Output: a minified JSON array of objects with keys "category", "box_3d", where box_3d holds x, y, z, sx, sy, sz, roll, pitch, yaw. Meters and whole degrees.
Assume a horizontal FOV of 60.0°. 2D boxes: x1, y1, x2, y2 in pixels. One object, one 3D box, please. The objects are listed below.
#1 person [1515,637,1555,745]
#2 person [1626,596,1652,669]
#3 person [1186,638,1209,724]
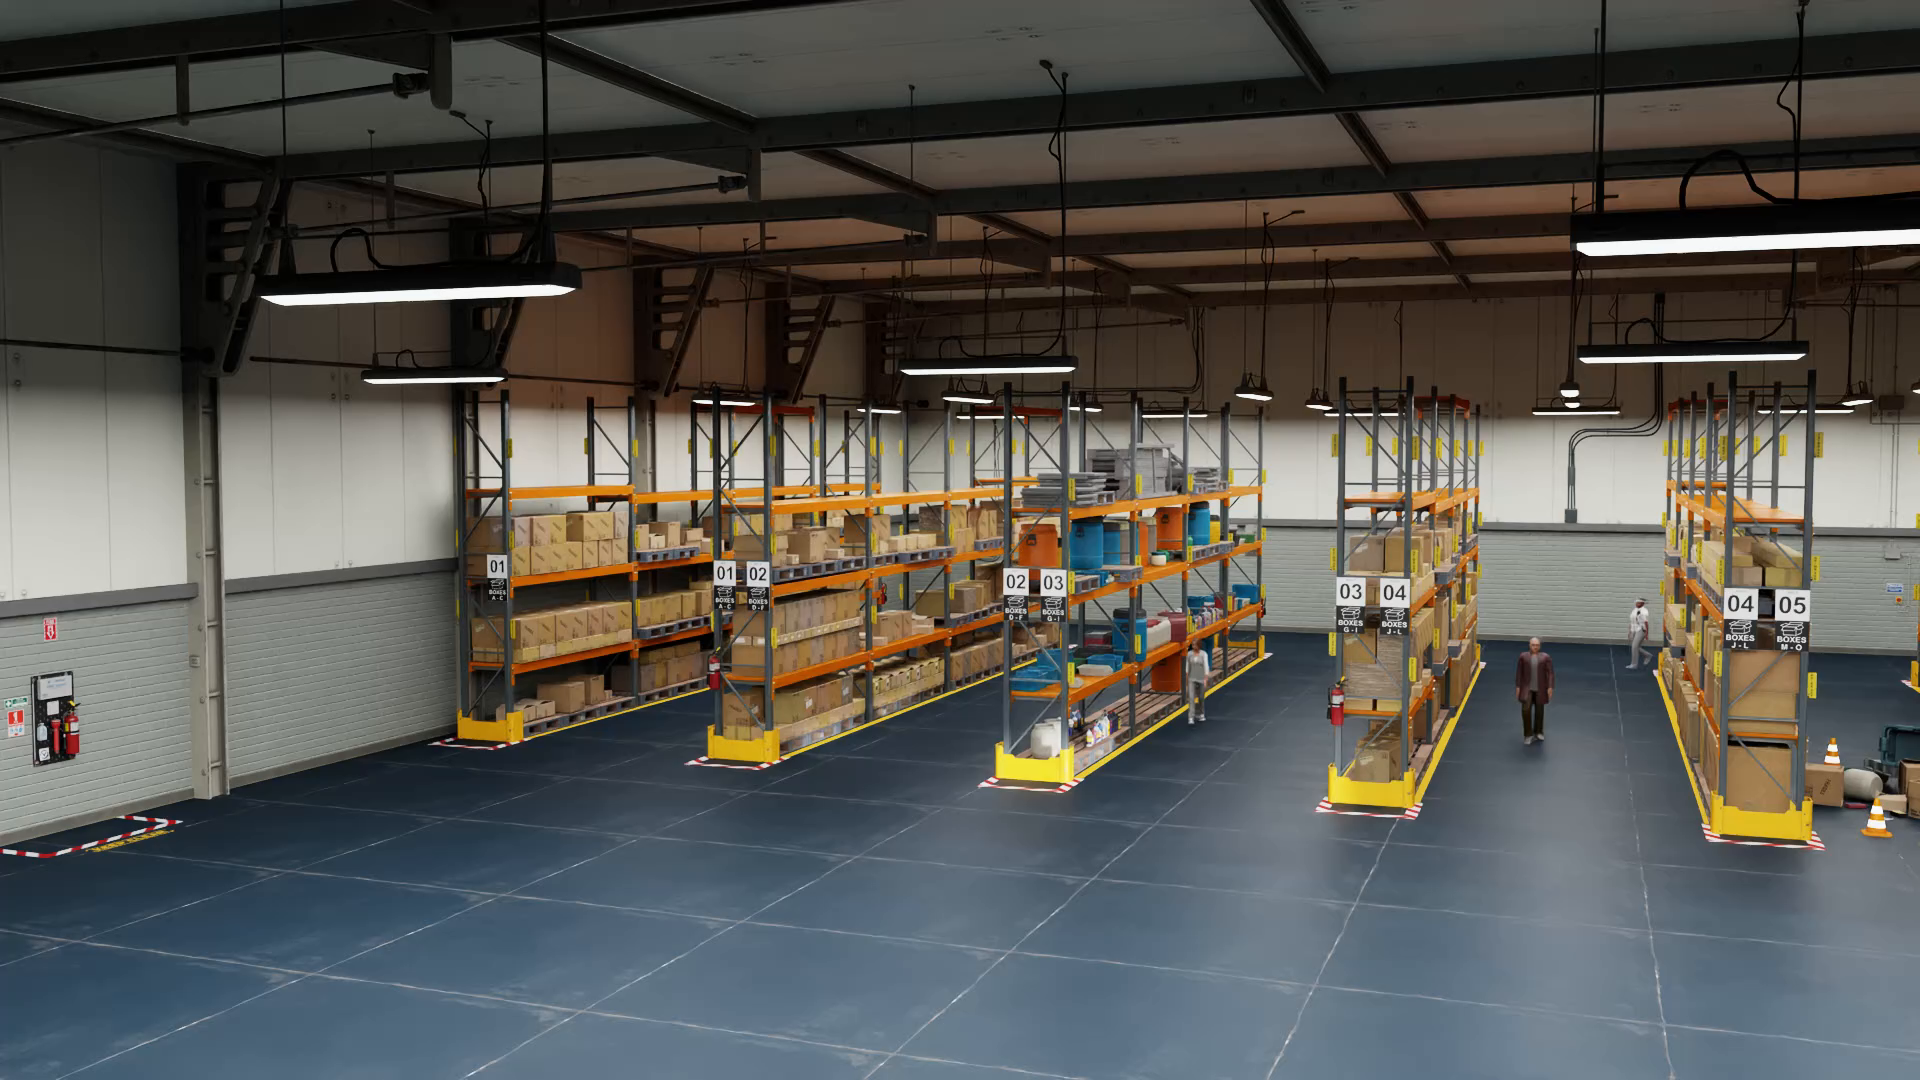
[{"category":"person","box_3d":[9.792,2.579,28.326,0.640,1.848,0.619,1,3,22]},{"category":"person","box_3d":[15.410,2.089,37.650,0.801,1.637,0.457,-1,3,-16]},{"category":"person","box_3d":[4.294,2.547,30.100,0.436,1.546,0.947,1,3,14]}]
